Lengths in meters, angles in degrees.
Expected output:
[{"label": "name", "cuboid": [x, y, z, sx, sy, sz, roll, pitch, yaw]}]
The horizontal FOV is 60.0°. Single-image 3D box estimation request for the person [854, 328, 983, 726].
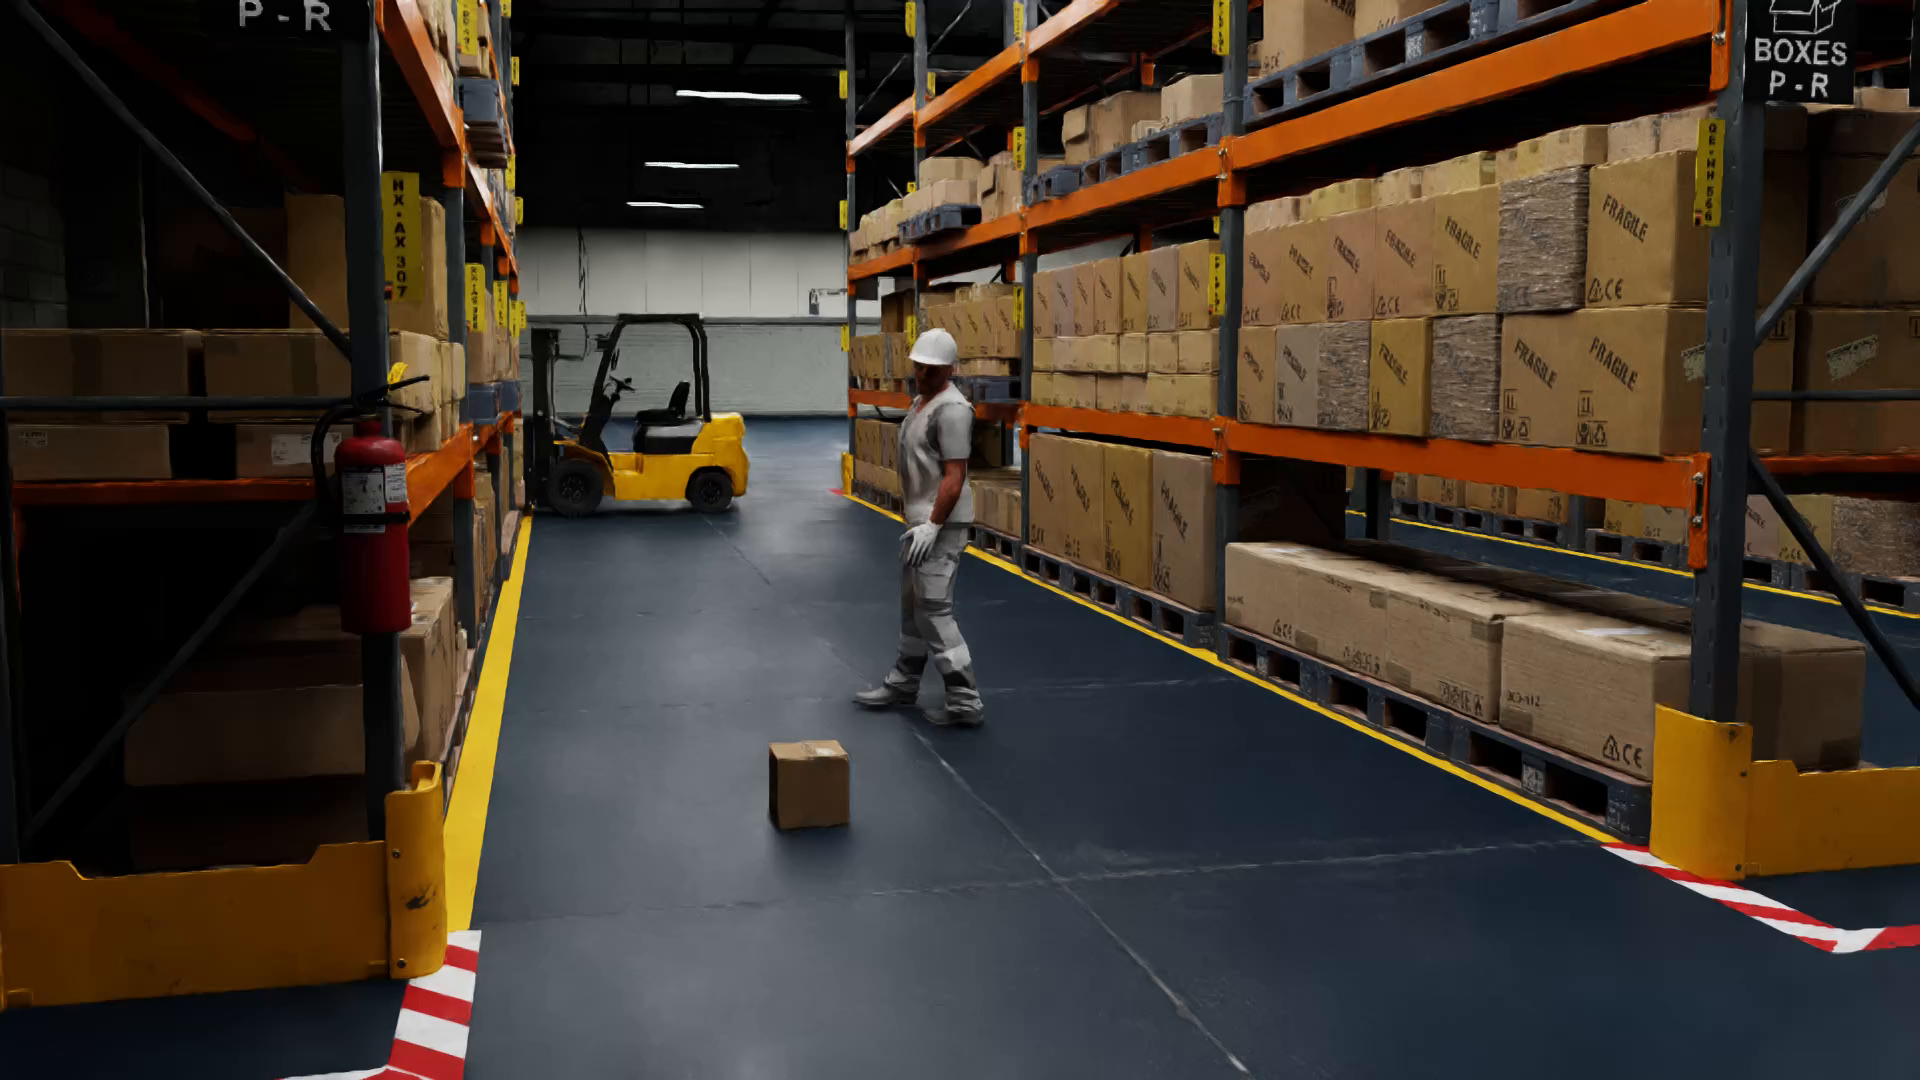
[{"label": "person", "cuboid": [-0.192, -0.060, 7.482, 0.546, 1.771, 0.652, -1, 6, -8]}]
